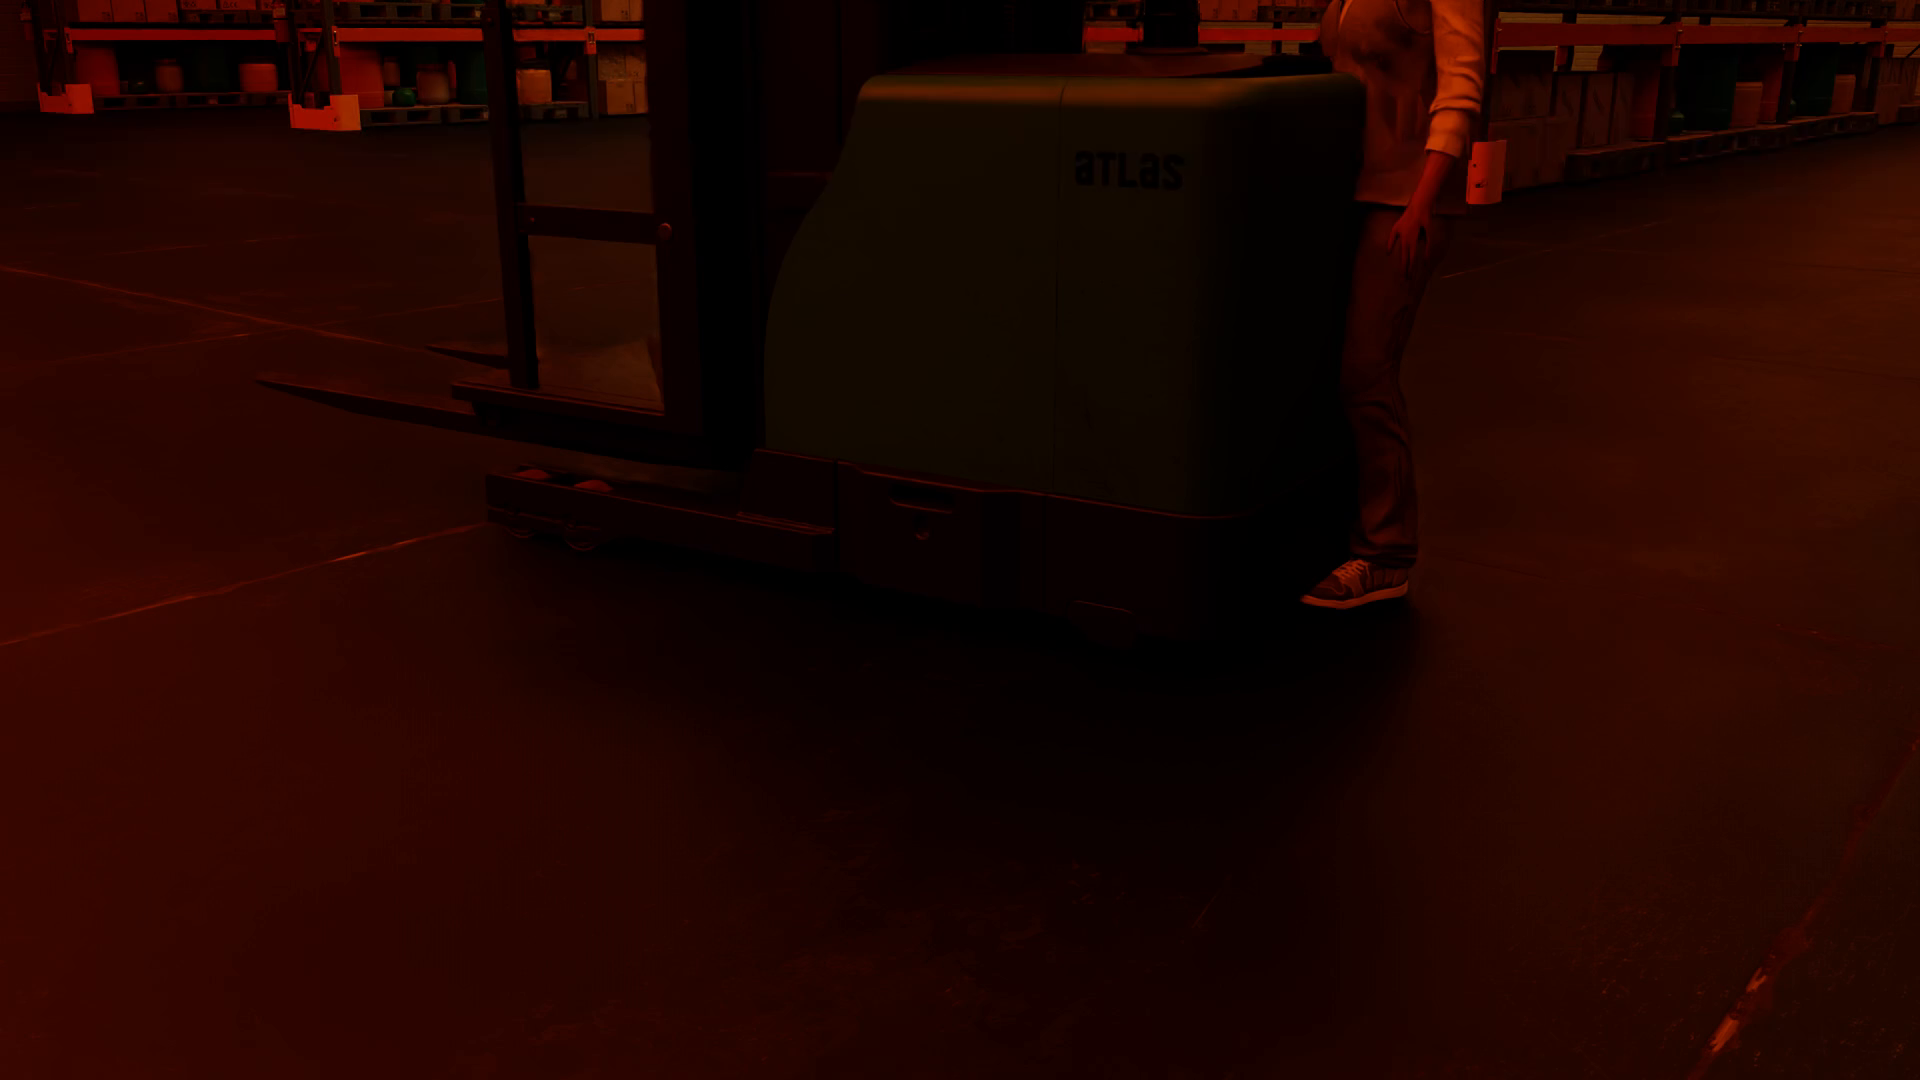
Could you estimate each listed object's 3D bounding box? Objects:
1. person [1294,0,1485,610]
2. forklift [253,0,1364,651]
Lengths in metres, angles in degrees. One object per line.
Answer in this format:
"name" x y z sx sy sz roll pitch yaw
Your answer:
"person" 0.831 -0.662 3.404 0.370 1.581 0.547 -4 17 -13
"forklift" -0.526 -1.494 3.817 3.031 2.935 1.130 10 20 30
